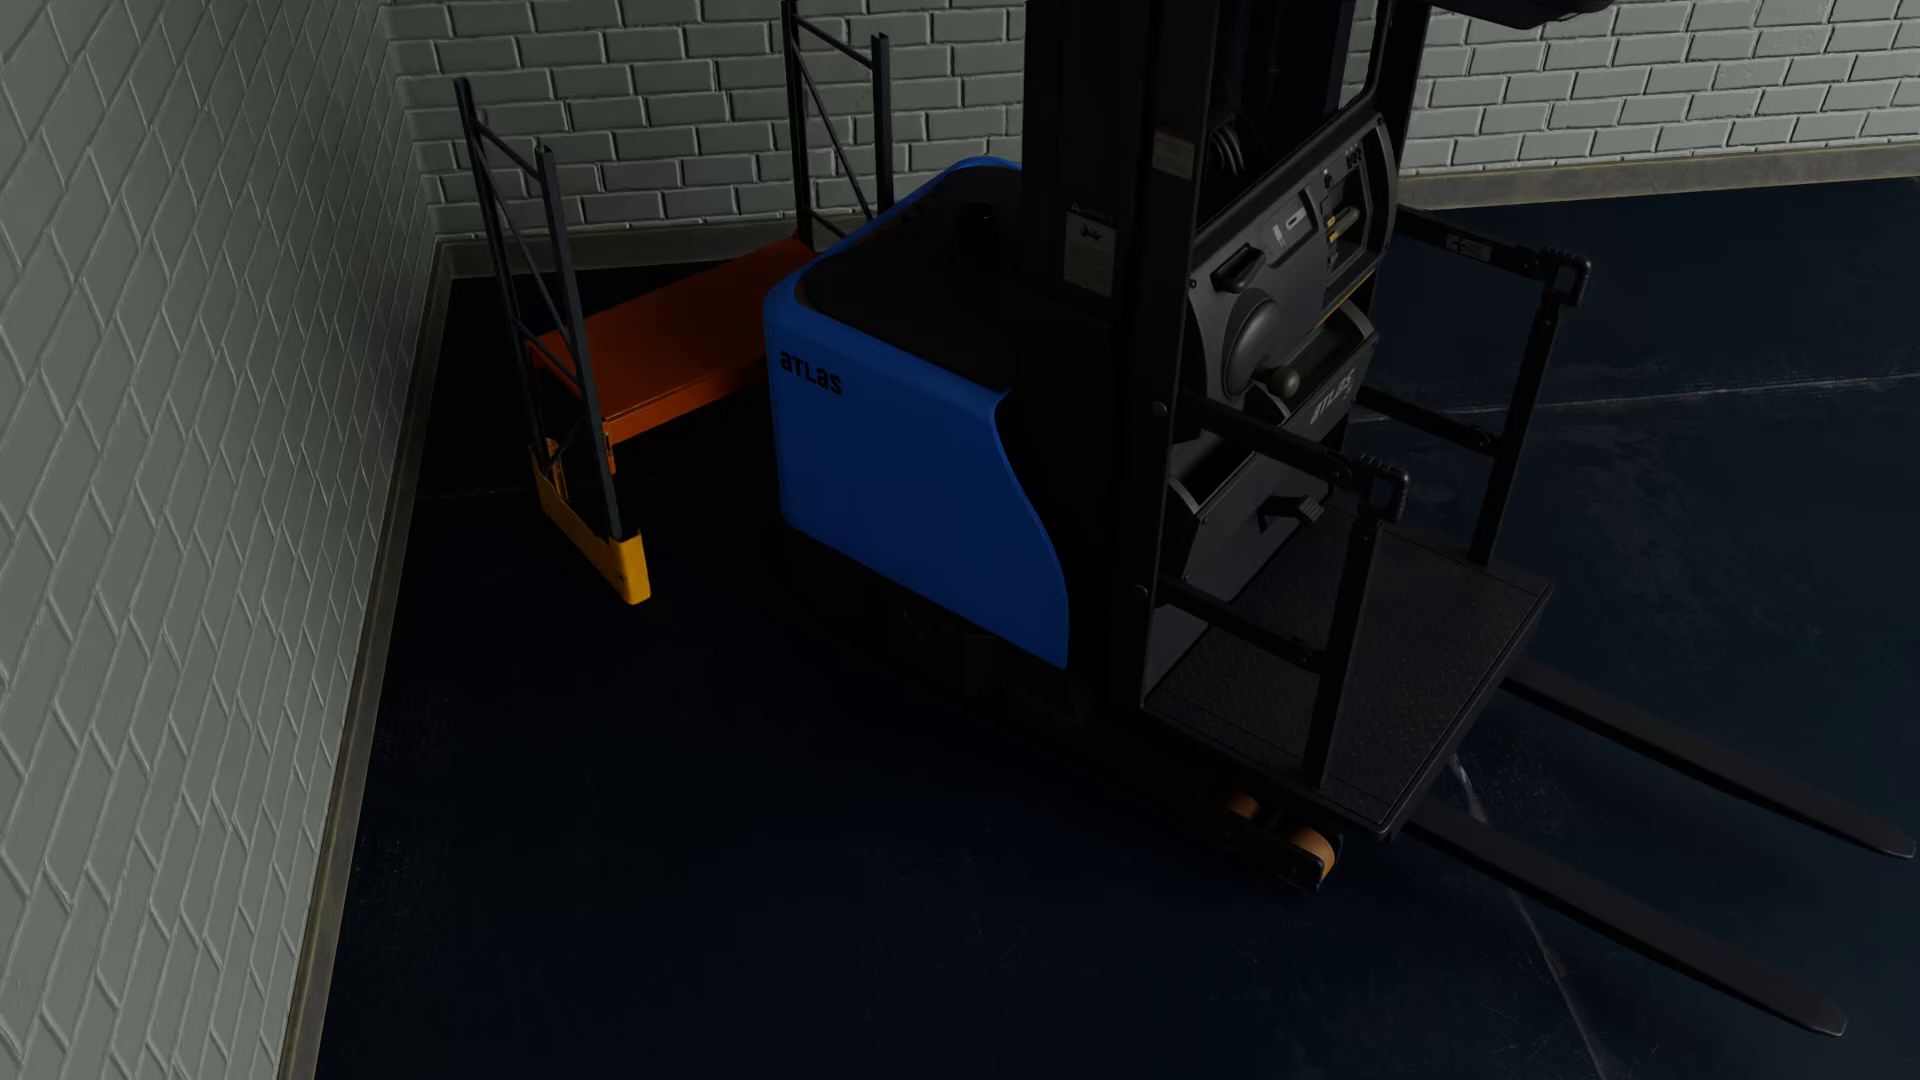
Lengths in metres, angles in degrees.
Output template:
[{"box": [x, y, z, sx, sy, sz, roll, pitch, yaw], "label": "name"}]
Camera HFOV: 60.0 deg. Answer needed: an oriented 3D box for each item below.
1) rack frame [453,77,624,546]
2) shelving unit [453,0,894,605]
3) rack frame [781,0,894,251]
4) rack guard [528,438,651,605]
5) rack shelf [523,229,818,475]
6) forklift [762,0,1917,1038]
[{"box": [-1.160, -0.519, 4.706, 0.032, 1.500, 0.500, -28, 49, -27], "label": "rack frame"}, {"box": [-0.752, -0.732, 4.942, 1.083, 1.500, 0.587, -28, 49, -27], "label": "shelving unit"}, {"box": [-0.359, -0.938, 5.170, 0.032, 1.500, 0.500, -28, 49, -27], "label": "rack frame"}, {"box": [-1.145, -0.063, 5.133, 0.087, 0.250, 0.587, -28, 49, -27], "label": "rack guard"}, {"box": [-0.759, -0.595, 5.058, 1.000, 0.185, 0.538, -28, 49, -27], "label": "rack shelf"}, {"box": [0.943, -0.604, 3.731, 3.031, 2.935, 1.130, 27, 48, 26], "label": "forklift"}]
